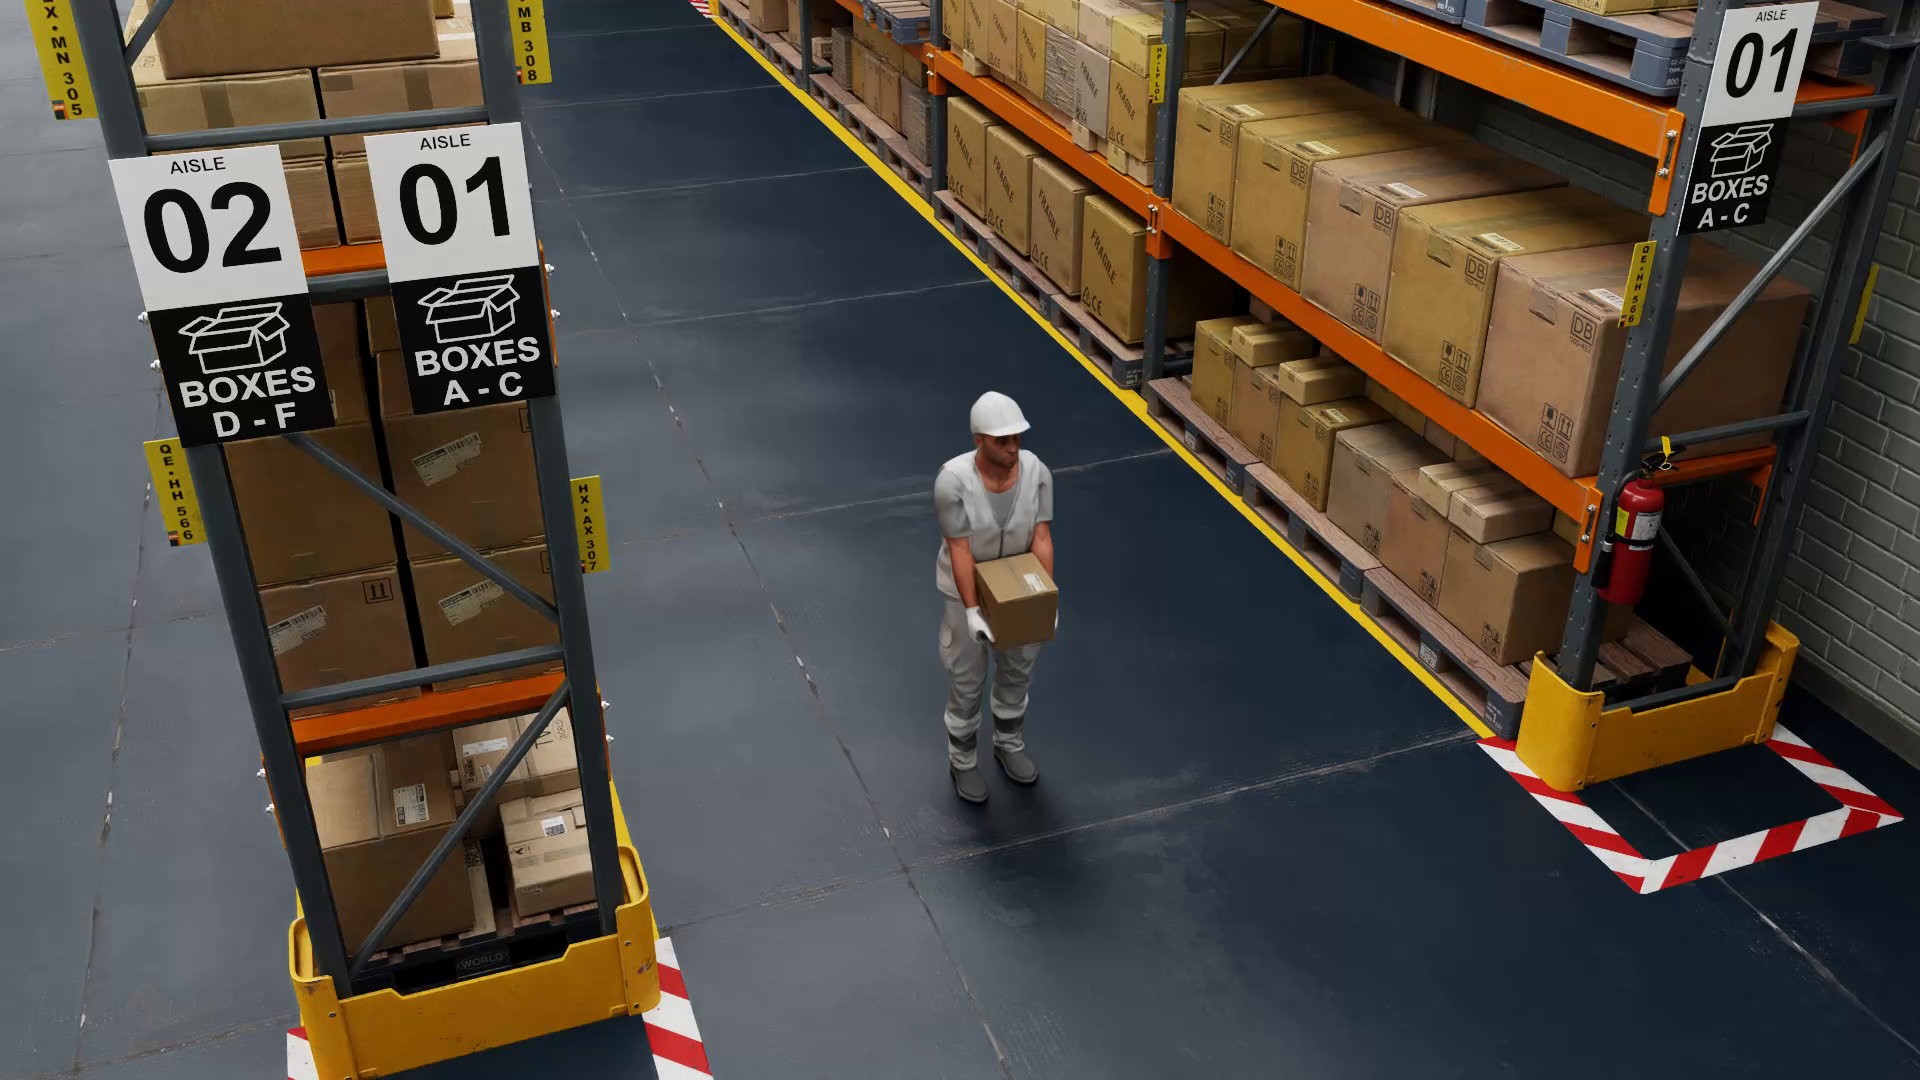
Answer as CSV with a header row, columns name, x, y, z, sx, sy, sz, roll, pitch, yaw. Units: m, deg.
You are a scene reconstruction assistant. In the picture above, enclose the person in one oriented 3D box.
name,x,y,z,sx,sy,sz,roll,pitch,yaw
person,0.160,0.253,6.661,0.494,1.783,0.570,-11,31,-18
